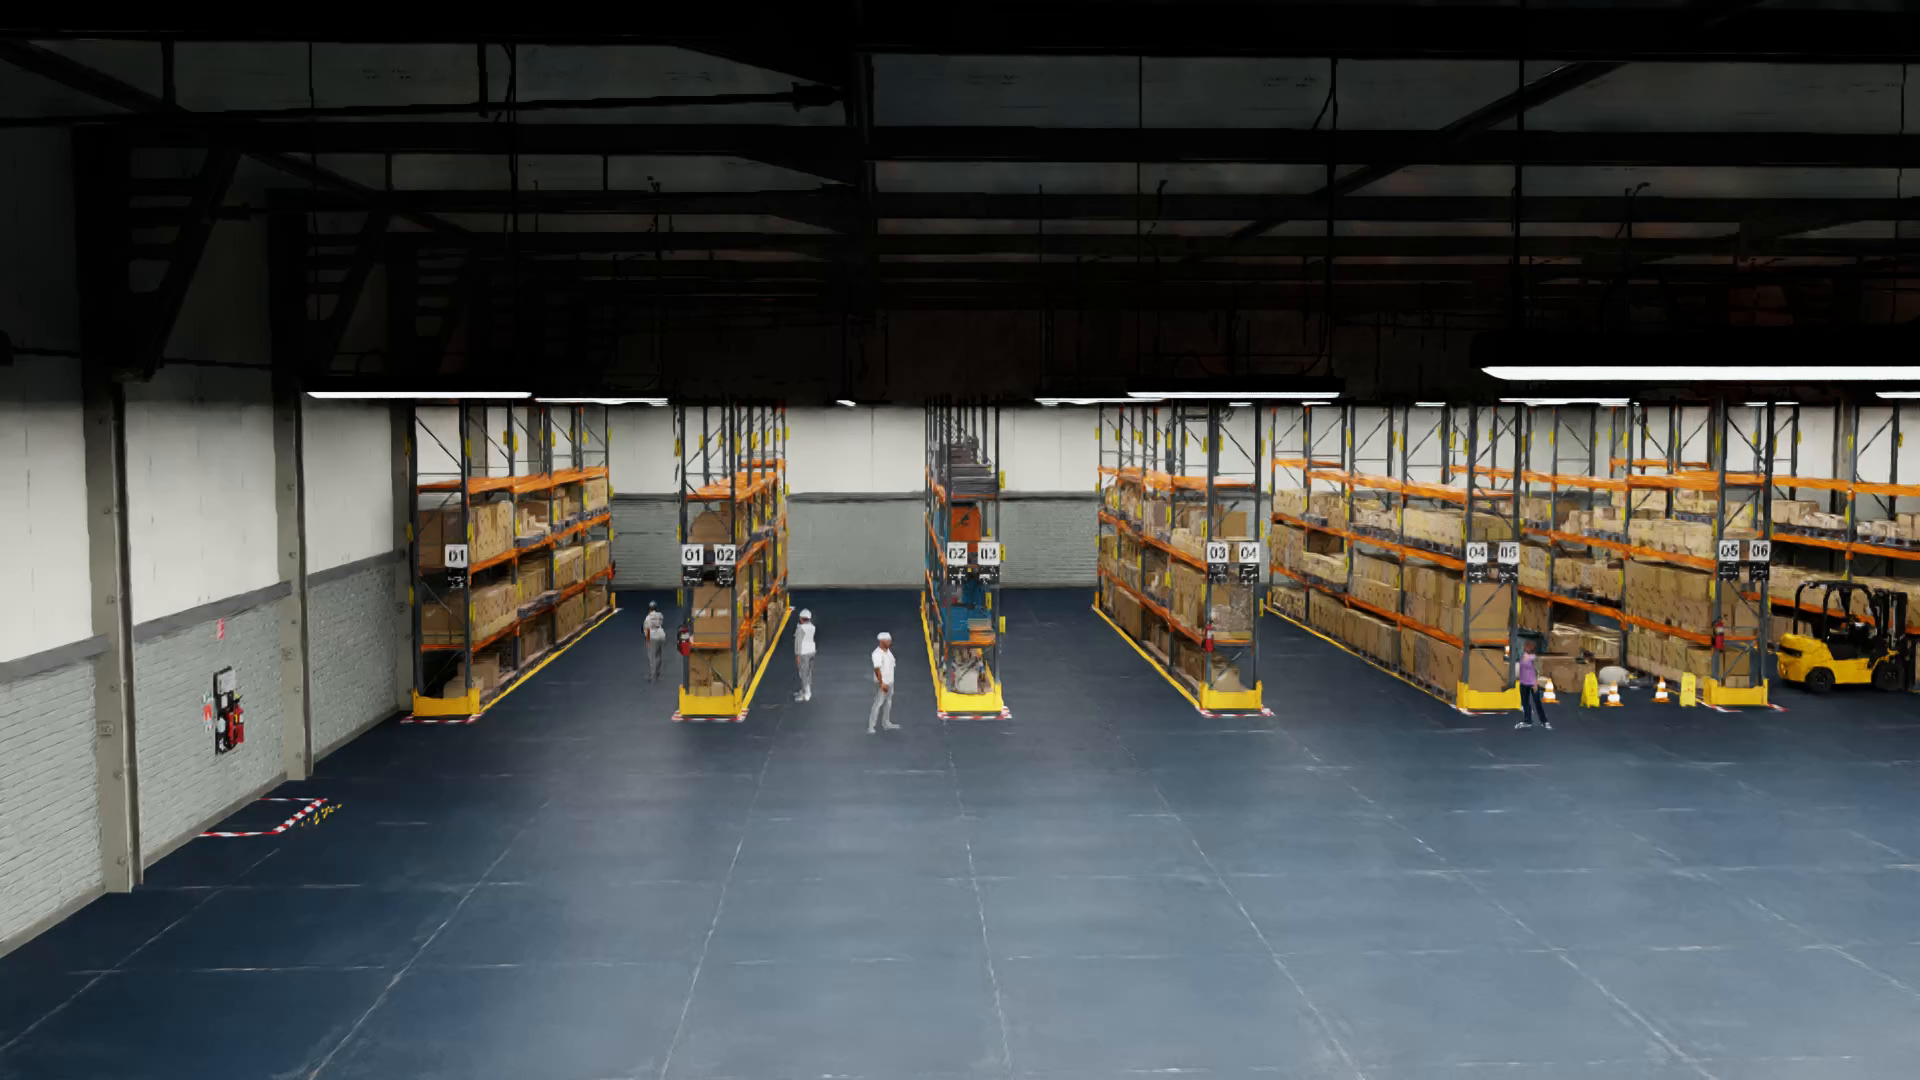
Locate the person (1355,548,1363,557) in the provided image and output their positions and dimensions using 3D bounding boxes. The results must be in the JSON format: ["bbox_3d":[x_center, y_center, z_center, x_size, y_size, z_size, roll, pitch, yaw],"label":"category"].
[{"bbox_3d":[11.752,1.072,48.632,0.469,1.642,0.684,-2,5,-29],"label":"person"}]

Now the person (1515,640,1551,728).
[{"bbox_3d":[10.291,2.584,29.782,0.437,1.594,0.602,-3,5,-29],"label":"person"}]

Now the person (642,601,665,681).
[{"bbox_3d":[-6.490,2.114,35.084,0.480,1.666,0.523,2,5,28],"label":"person"}]

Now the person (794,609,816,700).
[{"bbox_3d":[-3.098,2.238,32.753,0.494,1.775,0.578,2,5,28],"label":"person"}]

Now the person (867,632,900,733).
[{"bbox_3d":[-1.379,2.511,29.440,0.423,1.770,0.708,2,5,22],"label":"person"}]
